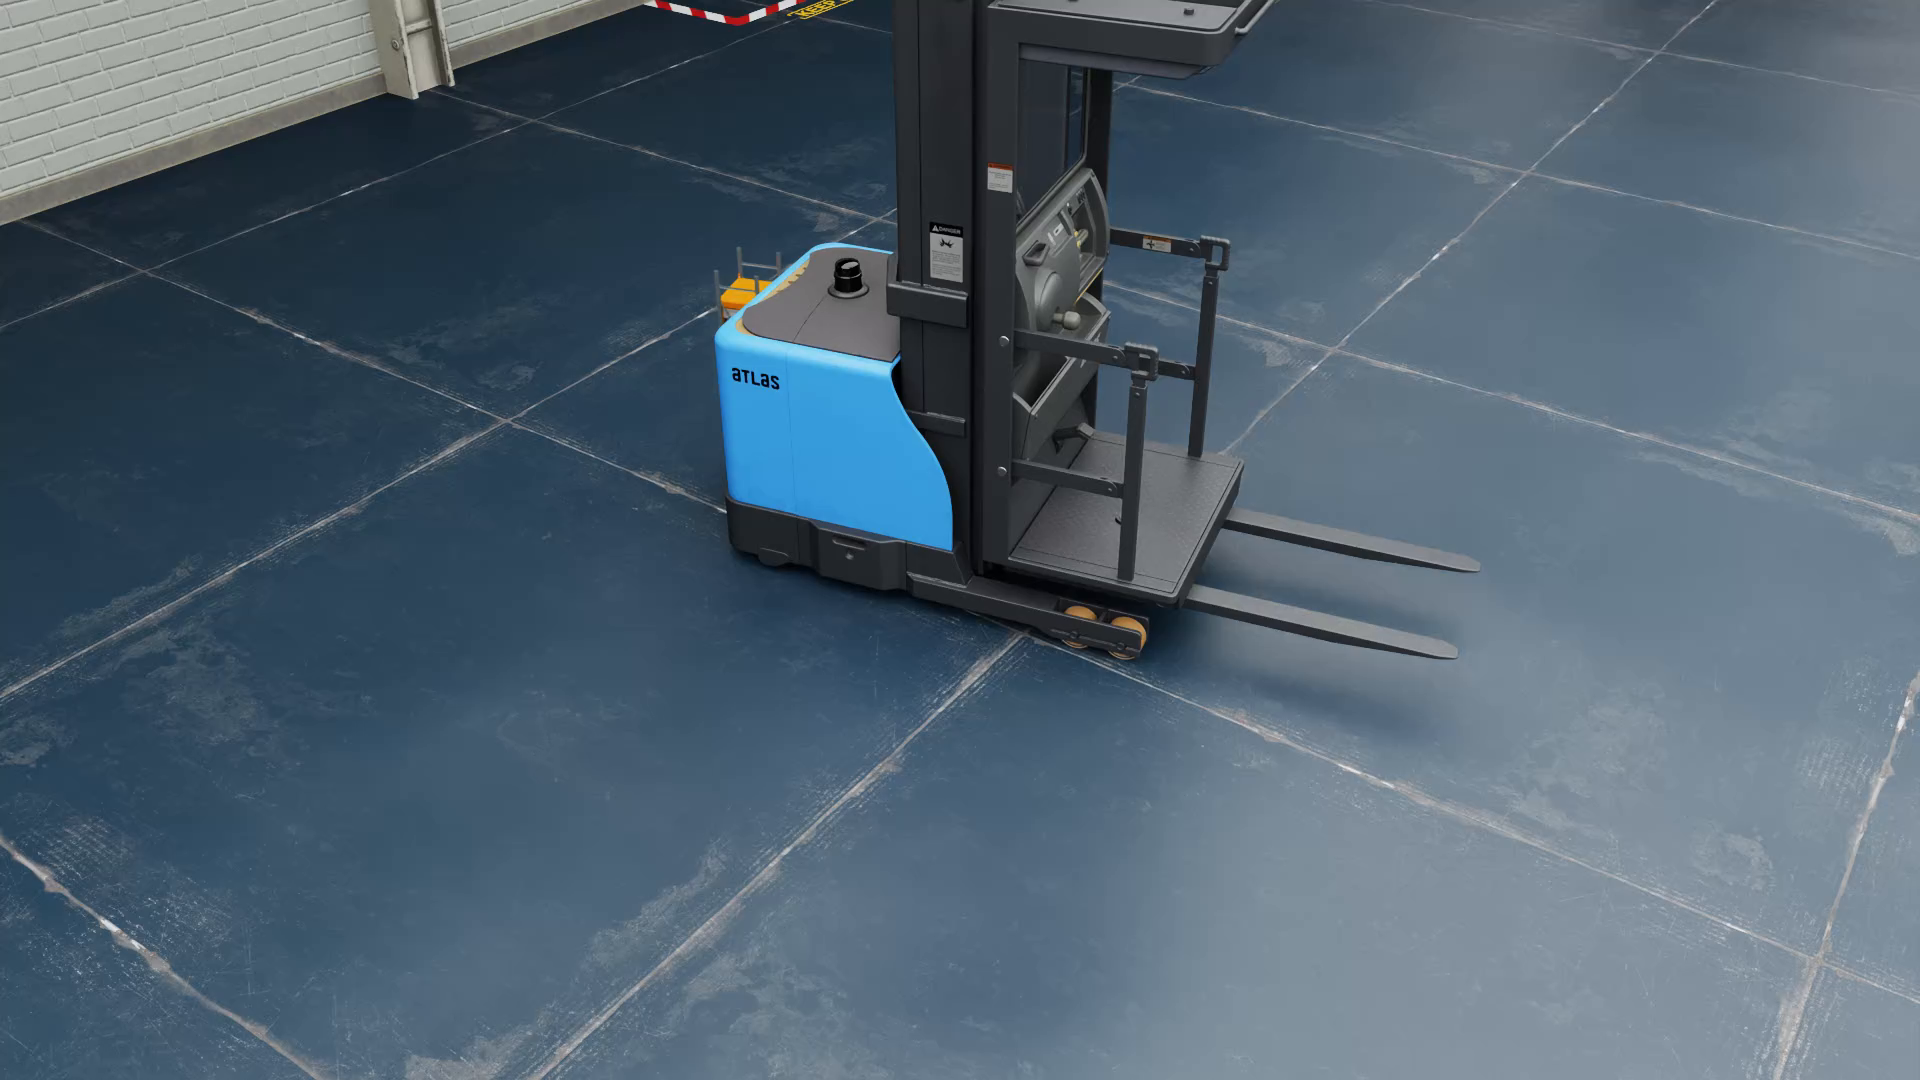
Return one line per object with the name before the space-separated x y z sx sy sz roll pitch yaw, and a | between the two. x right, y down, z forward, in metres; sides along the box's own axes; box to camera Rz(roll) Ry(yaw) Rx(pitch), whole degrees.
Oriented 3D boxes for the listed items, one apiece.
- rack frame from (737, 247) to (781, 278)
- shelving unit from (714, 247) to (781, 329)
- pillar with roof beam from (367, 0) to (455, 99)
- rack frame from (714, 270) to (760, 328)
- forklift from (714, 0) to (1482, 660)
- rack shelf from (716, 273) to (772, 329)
rack frame | -0.878 -0.827 7.534 0.200 1.050 0.008 10 35 14
shelving unit | -0.913 -0.761 7.438 0.215 1.050 0.252 10 35 14
pillar with roof beam | -0.399 -5.650 7.572 9.100 9.000 0.400 21 39 28
rack frame | -0.948 -0.695 7.341 0.200 1.050 0.008 10 35 14
forklift | 0.578 -1.082 6.233 3.031 2.935 1.130 13 36 18
rack shelf | -0.913 -0.987 7.284 0.215 0.259 0.240 10 35 14
